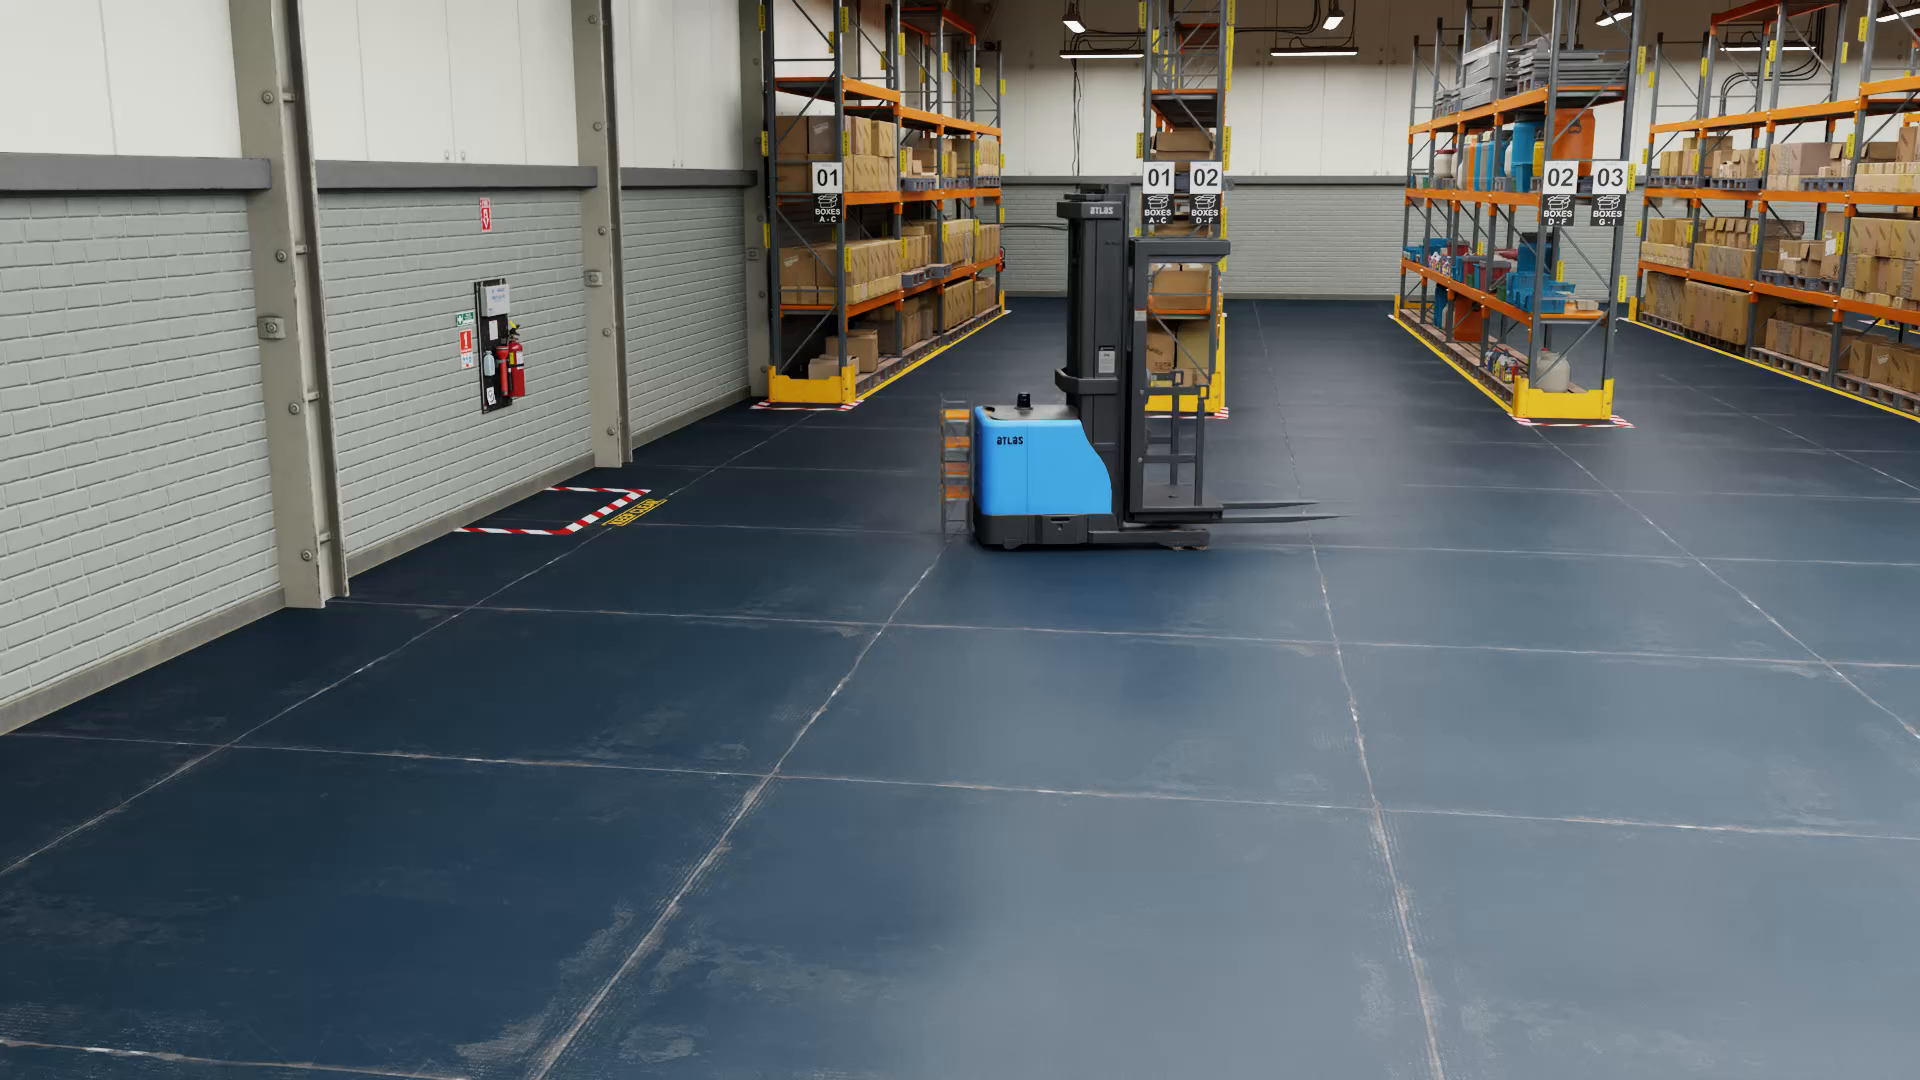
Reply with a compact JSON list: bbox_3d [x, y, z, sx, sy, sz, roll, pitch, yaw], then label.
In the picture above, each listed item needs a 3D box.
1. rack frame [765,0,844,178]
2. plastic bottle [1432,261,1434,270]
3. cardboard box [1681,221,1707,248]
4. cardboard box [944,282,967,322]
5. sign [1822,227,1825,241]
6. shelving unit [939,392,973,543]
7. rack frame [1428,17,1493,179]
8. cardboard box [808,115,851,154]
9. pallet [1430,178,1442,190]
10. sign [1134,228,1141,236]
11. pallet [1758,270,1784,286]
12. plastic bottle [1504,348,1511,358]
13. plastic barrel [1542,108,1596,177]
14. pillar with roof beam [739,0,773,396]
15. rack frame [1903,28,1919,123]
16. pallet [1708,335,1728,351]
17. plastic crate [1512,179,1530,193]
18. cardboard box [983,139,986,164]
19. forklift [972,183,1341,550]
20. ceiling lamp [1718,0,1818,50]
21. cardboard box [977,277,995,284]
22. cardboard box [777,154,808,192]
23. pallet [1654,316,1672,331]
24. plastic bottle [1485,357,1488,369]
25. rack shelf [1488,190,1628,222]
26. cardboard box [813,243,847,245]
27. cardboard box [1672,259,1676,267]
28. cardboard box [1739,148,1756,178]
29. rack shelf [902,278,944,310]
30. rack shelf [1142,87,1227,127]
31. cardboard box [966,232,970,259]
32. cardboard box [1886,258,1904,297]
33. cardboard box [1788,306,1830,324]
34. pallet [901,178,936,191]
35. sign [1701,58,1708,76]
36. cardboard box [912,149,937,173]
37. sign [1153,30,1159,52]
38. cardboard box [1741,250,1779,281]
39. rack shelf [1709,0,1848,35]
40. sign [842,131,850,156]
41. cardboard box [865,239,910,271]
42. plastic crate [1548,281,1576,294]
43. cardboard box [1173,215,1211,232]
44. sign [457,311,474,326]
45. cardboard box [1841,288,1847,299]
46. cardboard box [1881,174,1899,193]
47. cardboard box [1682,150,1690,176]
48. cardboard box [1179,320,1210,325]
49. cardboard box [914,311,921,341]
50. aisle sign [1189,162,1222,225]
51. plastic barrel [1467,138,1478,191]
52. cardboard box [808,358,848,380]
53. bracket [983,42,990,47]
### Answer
[{"bbox_3d":[-2.042,-6.286,21.803,1.000,3.000,0.127,2,12,9],"label":"rack frame"},{"bbox_3d":[9.029,-5.230,31.612,0.097,0.201,0.097,0,12,0],"label":"plastic bottle"},{"bbox_3d":[14.293,-5.913,32.182,0.500,0.500,0.500,2,12,10],"label":"cardboard box"},{"bbox_3d":[-0.302,-4.681,32.702,0.750,0.750,0.750,2,12,10],"label":"cardboard box"},{"bbox_3d":[14.409,-5.049,27.742,0.100,0.325,0.005,2,12,9],"label":"sign"},{"bbox_3d":[-0.032,-0.620,14.019,0.258,1.200,0.503,-1,12,-3],"label":"shelving unit"},{"bbox_3d":[9.592,-8.463,31.905,1.000,3.000,0.127,2,12,9],"label":"rack frame"},{"bbox_3d":[-1.743,-5.440,22.337,0.500,0.500,0.500,1,12,5],"label":"cardboard box"},{"bbox_3d":[9.568,-6.738,31.469,1.213,0.211,1.003,2,12,9],"label":"pallet"},{"bbox_3d":[2.319,-3.896,21.642,0.100,0.325,0.005,2,12,9],"label":"sign"},{"bbox_3d":[13.867,-4.292,27.244,1.213,0.211,1.003,2,12,9],"label":"pallet"},{"bbox_3d":[7.970,-2.626,24.303,0.144,0.351,0.185,2,12,9],"label":"plastic bottle"},{"bbox_3d":[7.696,-5.020,21.029,0.600,0.830,0.708,2,12,9],"label":"plastic barrel"},{"bbox_3d":[1.464,-6.321,21.962,9.100,9.000,0.400,2,12,9],"label":"pillar with roof beam"},{"bbox_3d":[19.987,-8.954,34.180,1.000,3.000,0.127,2,12,9],"label":"rack frame"},{"bbox_3d":[14.257,-3.589,30.147,1.003,0.211,1.213,2,12,9],"label":"pallet"},{"bbox_3d":[7.850,-4.908,23.033,0.336,0.188,0.450,2,12,9],"label":"plastic crate"},{"bbox_3d":[0.263,-8.112,34.736,0.500,0.500,0.500,2,12,7],"label":"cardboard box"},{"bbox_3d":[1.642,-1.460,13.809,3.031,2.935,1.130,-1,12,-4],"label":"forklift"},{"bbox_3d":[18.020,-12.466,36.620,2.000,3.185,0.800,2,12,9],"label":"ceiling lamp"},{"bbox_3d":[0.570,-5.803,37.198,0.380,0.149,0.250,2,12,8],"label":"cardboard box"},{"bbox_3d":[-2.228,-4.974,22.548,0.500,0.500,0.500,3,12,13],"label":"cardboard box"},{"bbox_3d":[14.866,-4.418,33.990,1.003,0.211,1.213,2,12,9],"label":"pallet"},{"bbox_3d":[7.864,-2.639,24.718,0.097,0.201,0.097,0,12,0],"label":"plastic bottle"},{"bbox_3d":[8.054,-4.564,22.637,1.077,0.370,4.000,2,12,9],"label":"rack shelf"},{"bbox_3d":[-1.940,-4.079,24.328,0.500,0.500,0.500,2,12,9],"label":"cardboard box"},{"bbox_3d":[14.328,-5.482,32.907,0.380,0.149,0.250,2,12,10],"label":"cardboard box"},{"bbox_3d":[13.940,-6.570,29.005,0.500,0.500,0.500,3,12,12],"label":"cardboard box"},{"bbox_3d":[-1.120,-4.251,28.306,1.077,0.370,4.000,2,12,9],"label":"rack shelf"},{"bbox_3d":[3.160,-5.996,23.112,1.077,0.370,4.000,2,12,9],"label":"rack shelf"},{"bbox_3d":[-0.088,-5.845,33.004,0.500,0.500,0.500,2,12,9],"label":"cardboard box"},{"bbox_3d":[12.919,-3.494,22.145,0.875,0.500,0.500,2,12,9],"label":"cardboard box"},{"bbox_3d":[13.726,-3.646,26.901,0.500,0.250,0.500,3,13,15],"label":"cardboard box"},{"bbox_3d":[-1.071,-5.902,27.585,1.213,0.211,1.003,2,12,9],"label":"pallet"},{"bbox_3d":[13.942,-8.860,31.152,0.100,0.325,0.005,2,12,9],"label":"sign"},{"bbox_3d":[-0.796,-6.850,30.258,0.700,0.500,0.500,1,12,4],"label":"cardboard box"},{"bbox_3d":[2.930,-7.470,24.889,0.100,0.325,0.005,2,12,9],"label":"sign"},{"bbox_3d":[13.702,-4.697,28.432,0.500,0.500,0.500,2,12,10],"label":"cardboard box"},{"bbox_3d":[14.179,-9.160,28.954,1.077,0.370,4.000,2,12,9],"label":"rack shelf"},{"bbox_3d":[-1.506,-5.230,21.946,0.100,0.325,0.005,2,12,9],"label":"sign"},{"bbox_3d":[-1.222,-4.671,27.267,0.700,0.500,0.500,3,13,14],"label":"cardboard box"},{"bbox_3d":[8.460,-3.554,23.715,0.499,0.251,0.616,2,12,9],"label":"plastic crate"},{"bbox_3d":[3.406,-4.617,24.981,0.700,0.500,0.500,2,12,9],"label":"cardboard box"},{"bbox_3d":[-4.308,-1.931,14.489,0.001,0.109,0.331,2,12,9],"label":"sign"},{"bbox_3d":[12.926,-3.547,23.929,0.380,0.149,0.250,2,12,9],"label":"cardboard box"},{"bbox_3d":[12.770,-4.799,22.378,0.500,0.250,0.500,1,12,6],"label":"cardboard box"},{"bbox_3d":[14.634,-7.416,32.695,0.700,0.500,0.500,3,12,12],"label":"cardboard box"},{"bbox_3d":[3.451,-2.943,24.279,0.500,0.500,0.500,2,12,9],"label":"cardboard box"},{"bbox_3d":[-1.065,-3.757,29.196,0.700,0.500,0.500,2,12,9],"label":"cardboard box"},{"bbox_3d":[3.145,-4.441,21.311,0.394,0.787,0.004,2,12,9],"label":"aisle sign"},{"bbox_3d":[8.536,-6.074,26.919,0.600,0.830,0.708,2,12,9],"label":"plastic barrel"},{"bbox_3d":[-1.847,-2.395,23.327,0.500,0.311,0.500,0,12,2],"label":"cardboard box"},{"bbox_3d":[0.667,-12.412,41.683,0.076,0.066,3.189,2,12,9],"label":"bracket"}]
